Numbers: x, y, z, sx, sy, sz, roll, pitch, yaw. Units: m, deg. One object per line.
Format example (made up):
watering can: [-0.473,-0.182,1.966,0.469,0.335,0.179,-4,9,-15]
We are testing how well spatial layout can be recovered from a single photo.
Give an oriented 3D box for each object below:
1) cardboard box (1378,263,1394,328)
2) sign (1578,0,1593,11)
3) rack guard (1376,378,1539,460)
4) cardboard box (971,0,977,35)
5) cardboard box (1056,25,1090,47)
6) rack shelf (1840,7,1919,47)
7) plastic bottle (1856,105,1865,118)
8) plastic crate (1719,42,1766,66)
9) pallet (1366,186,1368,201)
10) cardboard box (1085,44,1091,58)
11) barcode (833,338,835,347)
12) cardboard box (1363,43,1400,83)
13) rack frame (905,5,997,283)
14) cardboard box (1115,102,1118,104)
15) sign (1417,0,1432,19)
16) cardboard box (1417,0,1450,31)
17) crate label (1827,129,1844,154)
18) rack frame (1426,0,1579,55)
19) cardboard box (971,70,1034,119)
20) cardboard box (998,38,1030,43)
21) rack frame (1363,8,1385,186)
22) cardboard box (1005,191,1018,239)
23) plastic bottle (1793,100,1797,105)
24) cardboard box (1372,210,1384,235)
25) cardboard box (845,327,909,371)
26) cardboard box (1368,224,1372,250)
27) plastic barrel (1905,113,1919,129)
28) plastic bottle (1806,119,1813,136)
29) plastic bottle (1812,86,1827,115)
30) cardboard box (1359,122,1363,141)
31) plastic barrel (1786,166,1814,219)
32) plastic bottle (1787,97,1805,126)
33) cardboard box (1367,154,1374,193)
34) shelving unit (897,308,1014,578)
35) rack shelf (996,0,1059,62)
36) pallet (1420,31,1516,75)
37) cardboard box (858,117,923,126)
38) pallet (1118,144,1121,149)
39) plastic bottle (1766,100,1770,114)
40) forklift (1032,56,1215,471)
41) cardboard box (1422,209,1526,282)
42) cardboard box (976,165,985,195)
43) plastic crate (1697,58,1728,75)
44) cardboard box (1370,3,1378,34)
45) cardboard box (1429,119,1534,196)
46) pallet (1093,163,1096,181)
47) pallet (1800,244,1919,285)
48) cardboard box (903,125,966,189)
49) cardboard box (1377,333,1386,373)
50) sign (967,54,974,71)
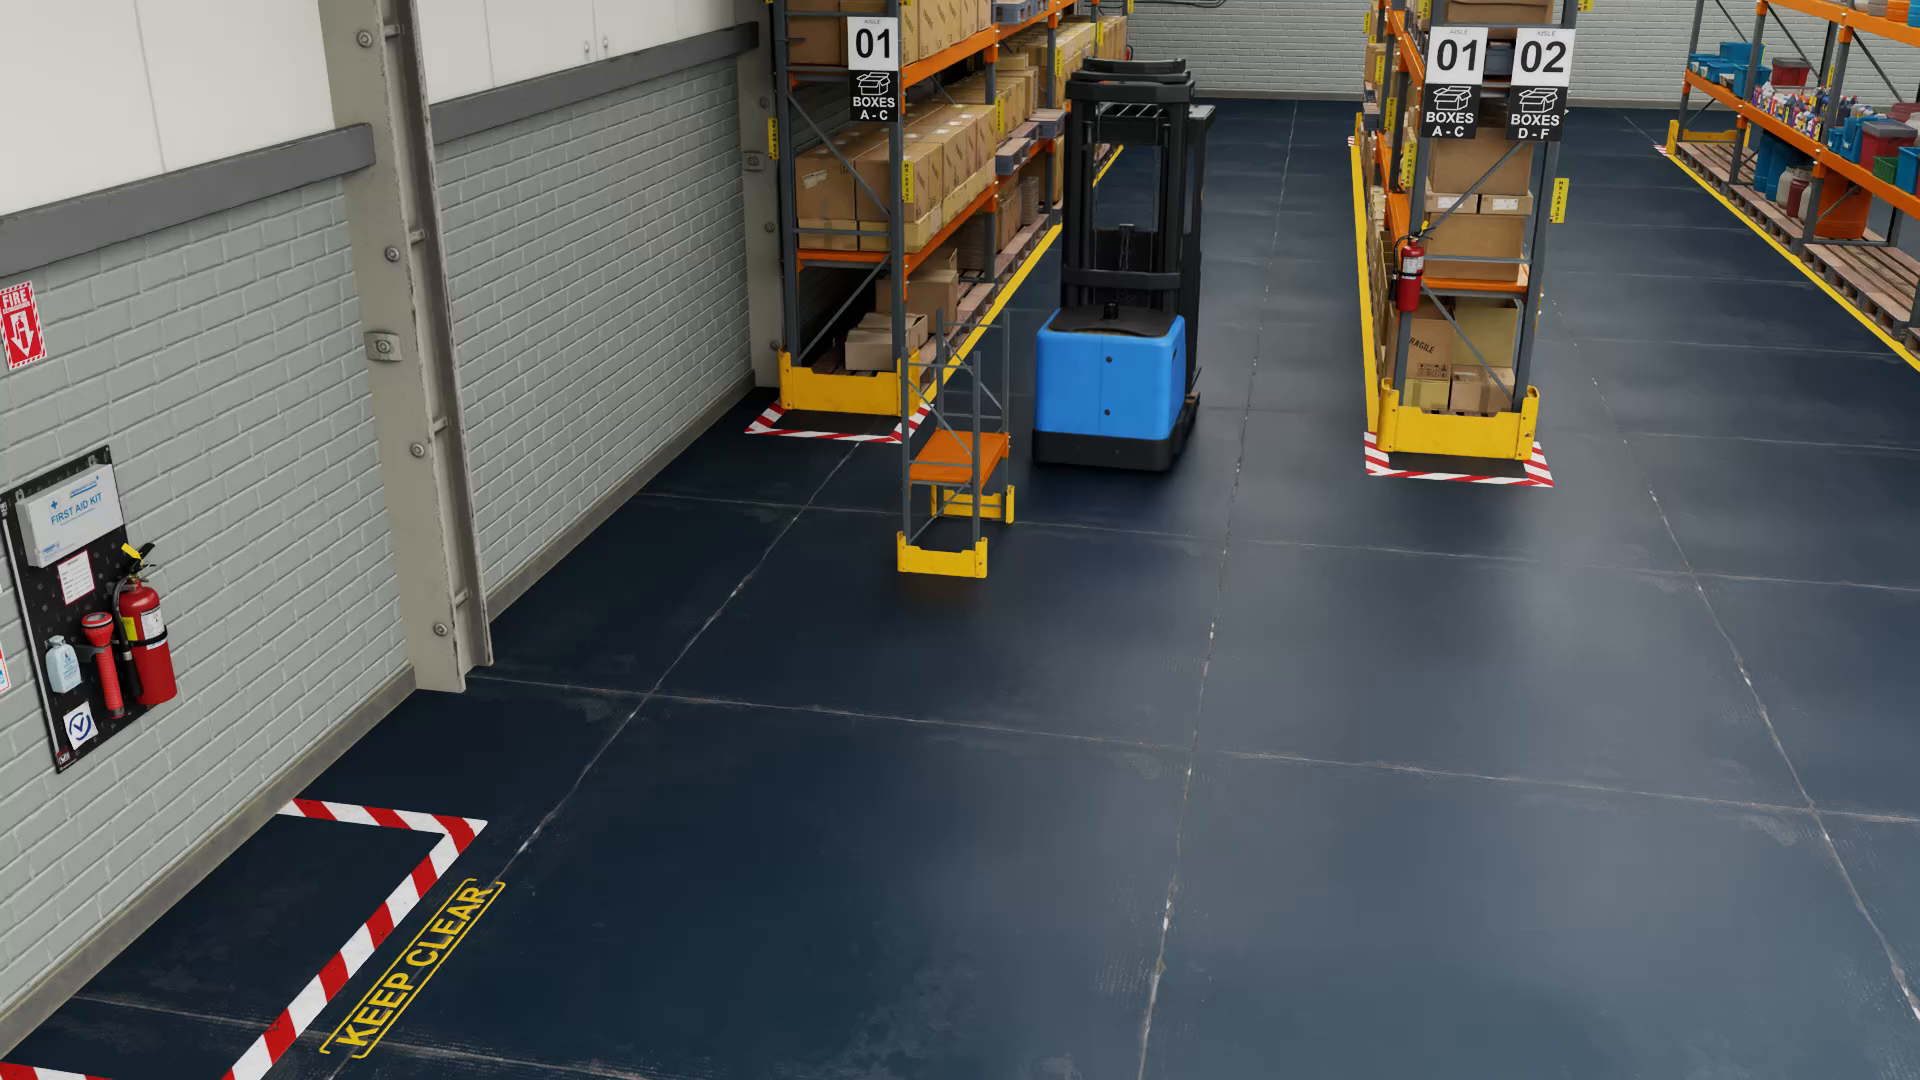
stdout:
cardboard box: [4.008,-2.158,14.810,0.500,0.500,0.500,4,22,11]
sign: [4.439,-3.911,11.758,0.100,0.325,0.005,4,22,11]
rack guard: [3.892,-0.954,13.052,1.175,0.500,0.348,4,22,11]
cardboard box: [-0.114,-5.021,15.629,0.500,0.500,0.500,3,22,6]
cardboard box: [1.537,-7.052,23.285,0.500,0.250,0.500,5,22,12]
rack shelf: [9.970,-4.995,16.689,1.077,0.370,4.000,4,22,11]
plastic bottle: [11.069,-5.205,20.435,0.097,0.271,0.097,0,22,0]
plastic crate: [12.125,-7.502,25.838,0.616,0.435,0.499,4,22,11]
pallet: [6.217,-4.917,23.279,1.003,0.211,1.213,4,22,11]
cardboard box: [1.554,-6.705,23.428,0.500,0.500,0.500,5,22,11]
barcode: [-1.112,-1.743,14.663,0.001,0.075,0.075,4,22,11]
cardboard box: [6.030,-6.596,23.019,0.700,0.500,0.500,-3,22,-7]
rack frame: [-0.137,-3.961,17.174,1.000,3.000,0.127,4,22,11]
cardboard box: [2.267,-7.121,27.805,0.700,0.500,0.500,4,22,11]
sign: [3.369,-3.934,12.011,0.100,0.325,0.005,4,22,11]
cardboard box: [3.874,-4.145,13.066,0.500,0.250,0.500,4,22,11]
crate label: [9.925,-4.466,18.650,0.303,0.233,0.416,4,22,11]
rack frame: [3.897,-4.905,11.486,1.000,3.000,0.127,4,22,11]
cardboard box: [0.506,-5.295,19.764,0.700,0.500,0.500,2,22,6]
cardboard box: [0.627,-6.340,21.518,0.500,0.250,0.500,4,22,9]
rack frame: [6.346,-6.511,23.504,1.000,3.000,0.127,4,22,11]
cardboard box: [0.291,-3.838,19.625,0.700,0.500,0.500,4,22,11]
plastic bottle: [10.401,-5.325,20.716,0.061,0.283,0.133,4,22,11]
cardboard box: [4.826,-3.491,18.374,0.500,0.311,0.500,4,22,10]
cardboard box: [-0.724,-1.701,14.573,0.500,0.311,0.500,2,22,5]
cardboard box: [4.933,-3.423,18.957,0.500,0.250,0.500,4,22,10]
plastic barrel: [10.377,-4.328,17.935,0.421,0.512,0.421,0,22,0]
plastic bottle: [10.151,-4.918,19.815,0.097,0.201,0.097,0,22,0]
plastic bottle: [11.148,-5.691,21.535,0.144,0.351,0.185,4,22,11]
cardboard box: [6.671,-6.542,26.674,0.500,0.250,0.500,4,22,11]
plastic barrel: [10.692,-4.338,20.776,0.600,0.588,0.708,4,22,11]
plastic bottle: [10.349,-5.299,20.563,0.144,0.351,0.185,4,22,11]
cardboard box: [5.698,-4.834,22.098,0.500,0.500,0.500,4,22,9]
shelving unit: [-0.016,-0.668,11.004,0.587,1.500,1.083,4,22,11]
rack shelf: [0.271,-5.750,18.564,1.077,0.370,4.000,4,22,11]
pallet: [4.067,-3.729,12.700,1.003,0.211,1.213,4,22,11]
cardboard box: [-0.654,-3.722,15.750,0.500,0.500,0.500,5,22,12]
pallet: [2.225,-6.758,27.851,1.003,0.211,1.213,4,22,11]
plastic bottle: [10.562,-5.654,21.643,0.097,0.201,0.097,0,22,0]
forklift: [1.407,-2.396,13.380,1.130,2.935,3.031,5,23,13]
cardboard box: [4.005,-2.338,13.010,0.700,0.500,0.500,4,22,11]
cardboard box: [-0.047,-3.523,16.260,0.500,0.250,0.500,5,22,11]
plastic crate: [11.503,-7.239,25.456,0.416,0.233,0.300,4,22,11]
cardboard box: [6.714,-8.150,26.102,0.500,0.500,0.500,5,22,11]
cardboard box: [4.016,-2.959,12.816,0.700,0.500,0.500,5,22,11]
pallet: [1.412,-5.305,24.244,1.003,0.211,1.213,4,22,11]
pallet: [10.182,-3.095,18.756,1.003,0.211,1.213,4,22,11]
cardboard box: [-0.246,-3.496,15.188,0.500,0.500,0.500,5,23,13]
cardboard box: [3.908,-1.627,14.496,0.500,0.250,0.500,4,22,11]
sign: [0.135,-6.002,20.692,0.100,0.325,0.005,4,22,11]
